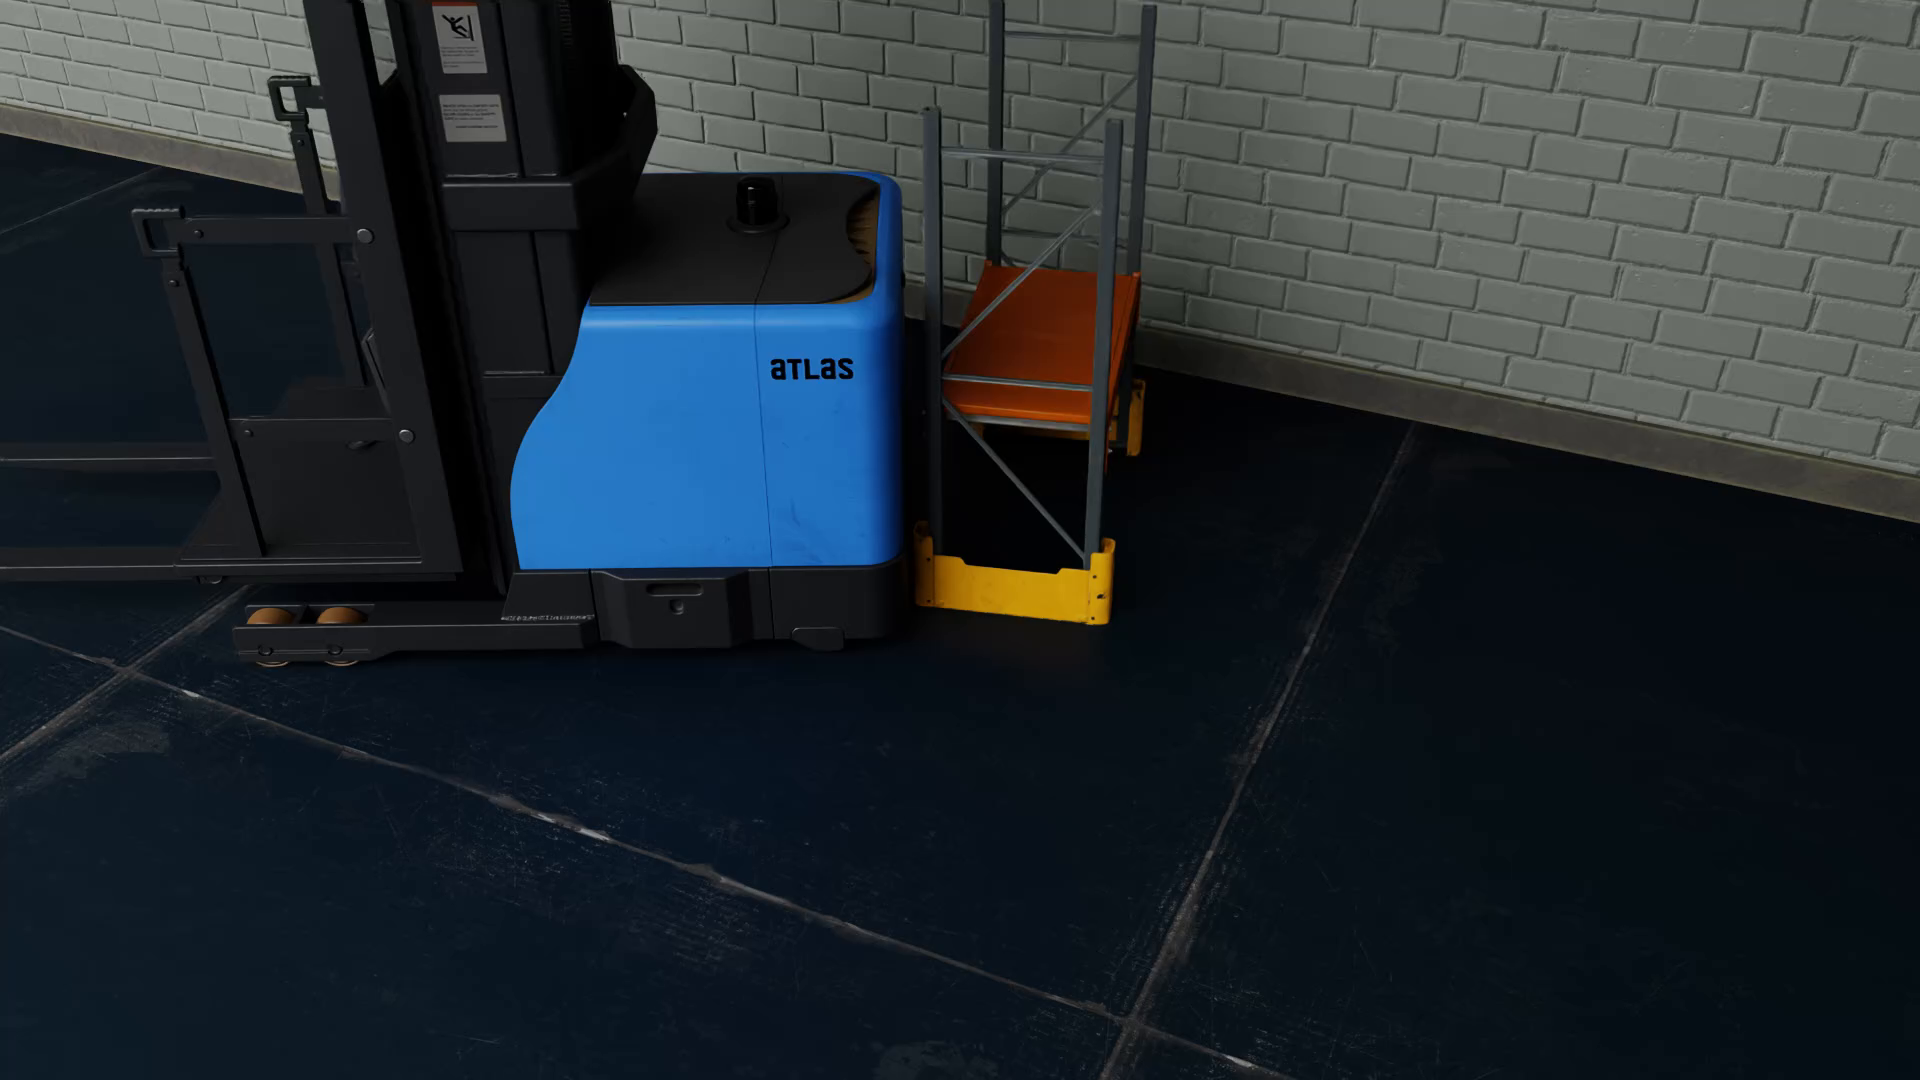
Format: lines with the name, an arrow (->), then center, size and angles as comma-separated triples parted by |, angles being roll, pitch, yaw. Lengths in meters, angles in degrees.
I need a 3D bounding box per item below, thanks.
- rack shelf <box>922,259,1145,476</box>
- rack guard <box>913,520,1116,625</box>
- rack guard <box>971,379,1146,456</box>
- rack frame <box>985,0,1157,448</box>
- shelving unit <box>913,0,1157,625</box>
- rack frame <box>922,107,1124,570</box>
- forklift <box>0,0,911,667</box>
rack shelf -> 0.246, -0.551, 5.050 | 0.538, 0.185, 1.000 | 6, 34, 9
rack guard -> 0.155, 0.095, 4.877 | 0.587, 0.250, 0.087 | 6, 34, 9
rack guard -> 0.333, -0.442, 5.697 | 0.587, 0.250, 0.087 | 6, 34, 9
rack frame -> 0.336, -0.976, 5.370 | 0.500, 1.500, 0.032 | 6, 34, 9
shelving unit -> 0.244, -0.696, 4.944 | 0.587, 1.500, 1.083 | 6, 34, 9
rack frame -> 0.155, -0.427, 4.533 | 0.500, 1.500, 0.032 | 6, 34, 9
forklift -> -1.669, -1.160, 4.347 | 3.031, 2.935, 1.130 | -1, 33, -1
